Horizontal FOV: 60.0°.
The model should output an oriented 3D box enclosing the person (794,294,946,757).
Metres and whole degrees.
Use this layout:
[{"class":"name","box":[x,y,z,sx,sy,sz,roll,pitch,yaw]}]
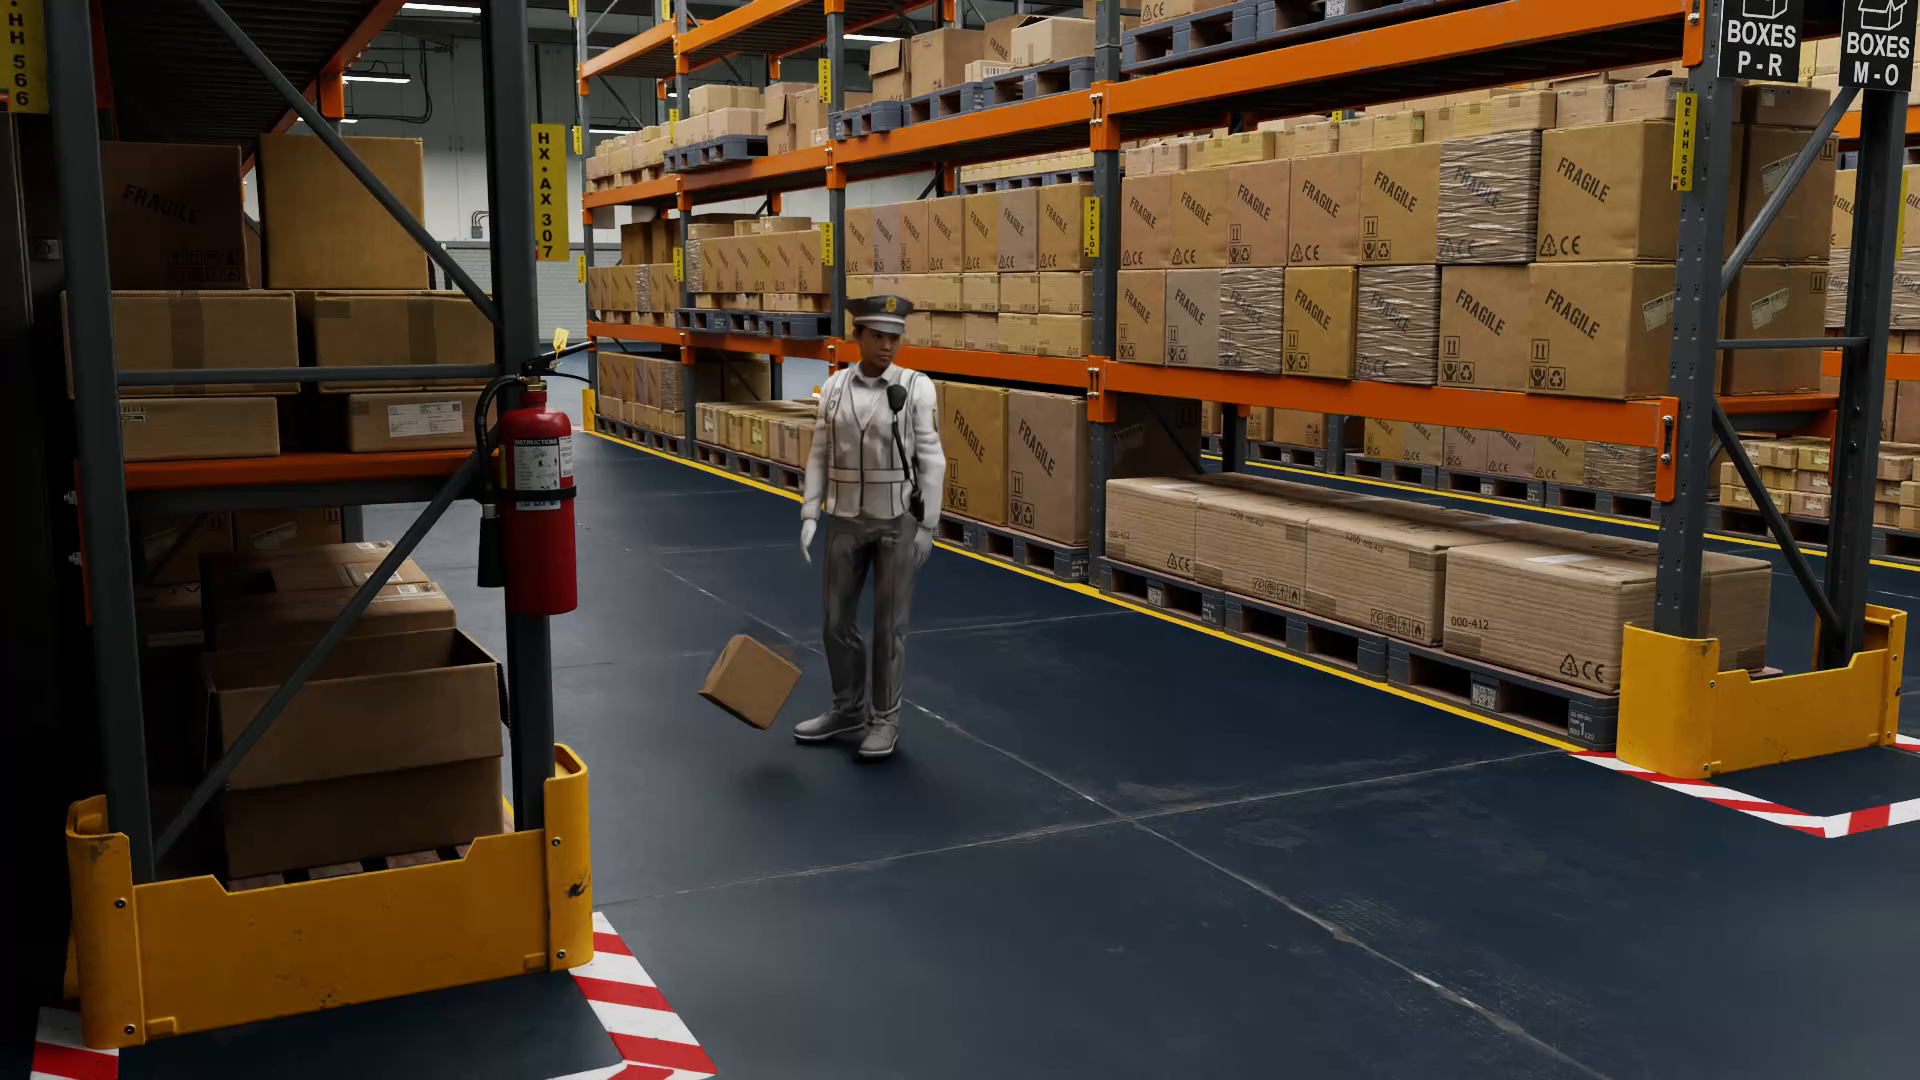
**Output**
[{"class":"person","box":[-0.359,-0.048,6.052,0.626,1.675,0.405,3,9,17]}]
